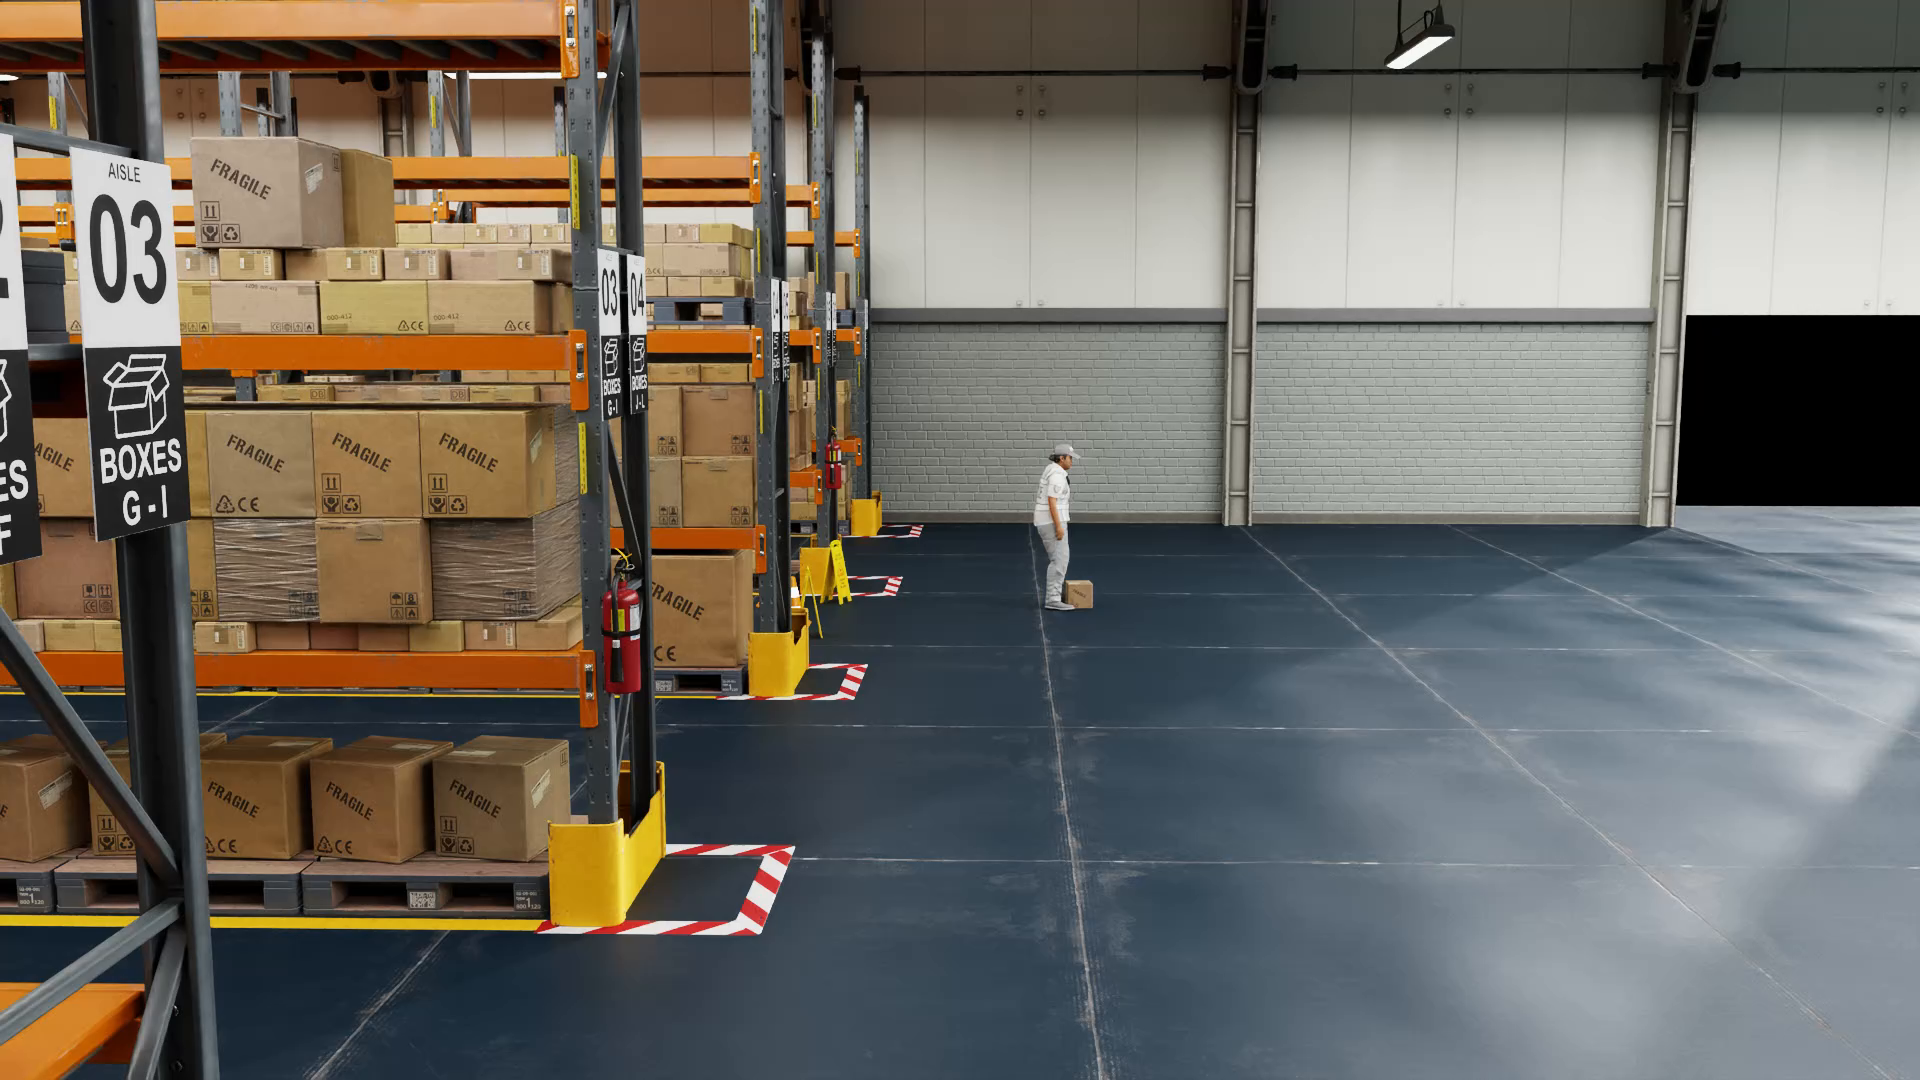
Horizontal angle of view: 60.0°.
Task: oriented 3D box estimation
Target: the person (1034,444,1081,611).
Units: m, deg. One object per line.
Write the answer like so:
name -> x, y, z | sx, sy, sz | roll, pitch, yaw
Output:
person -> 0.989, -0.146, 16.884 | 0.467, 1.666, 0.537 | 0, 7, 2
